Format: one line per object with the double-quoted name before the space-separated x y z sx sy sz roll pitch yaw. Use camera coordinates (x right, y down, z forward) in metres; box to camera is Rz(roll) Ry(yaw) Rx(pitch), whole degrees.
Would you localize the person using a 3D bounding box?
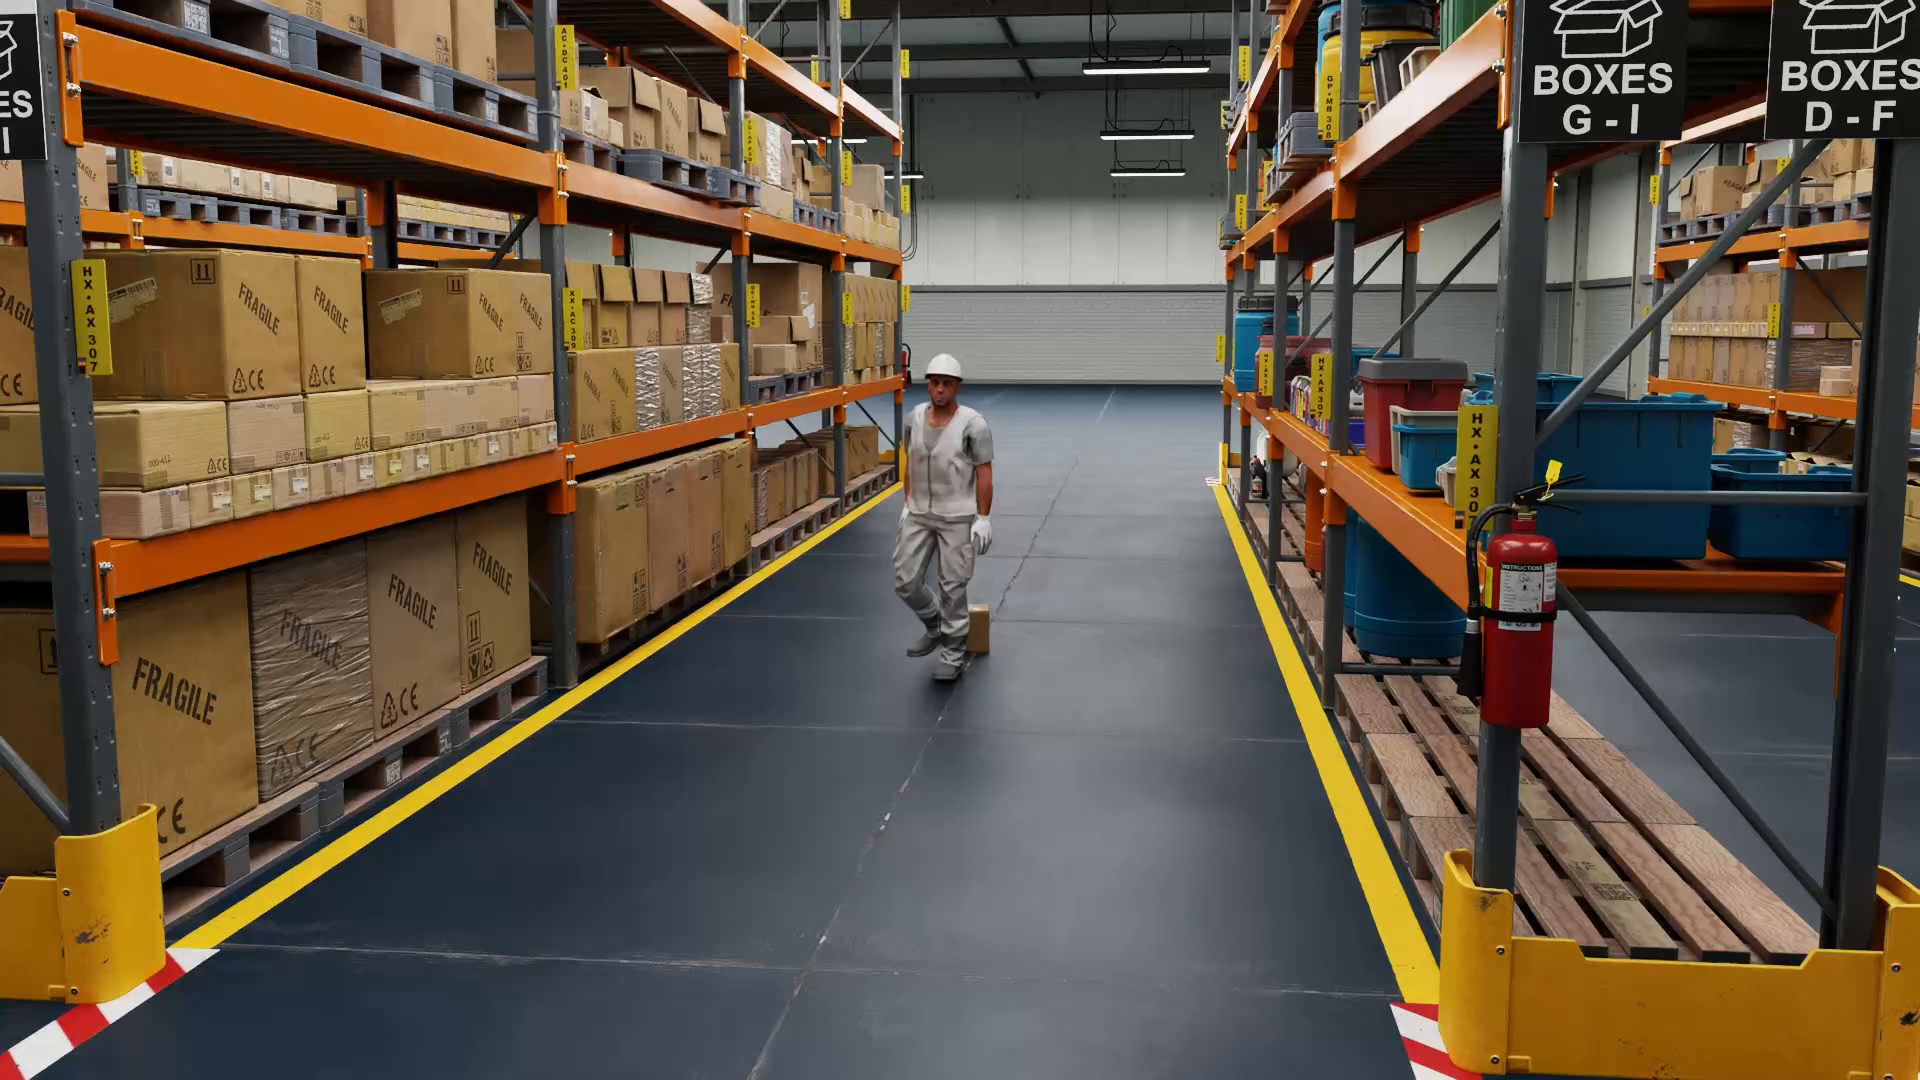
"person" -0.081 -0.120 9.042 0.587 1.779 0.537 3 8 25
